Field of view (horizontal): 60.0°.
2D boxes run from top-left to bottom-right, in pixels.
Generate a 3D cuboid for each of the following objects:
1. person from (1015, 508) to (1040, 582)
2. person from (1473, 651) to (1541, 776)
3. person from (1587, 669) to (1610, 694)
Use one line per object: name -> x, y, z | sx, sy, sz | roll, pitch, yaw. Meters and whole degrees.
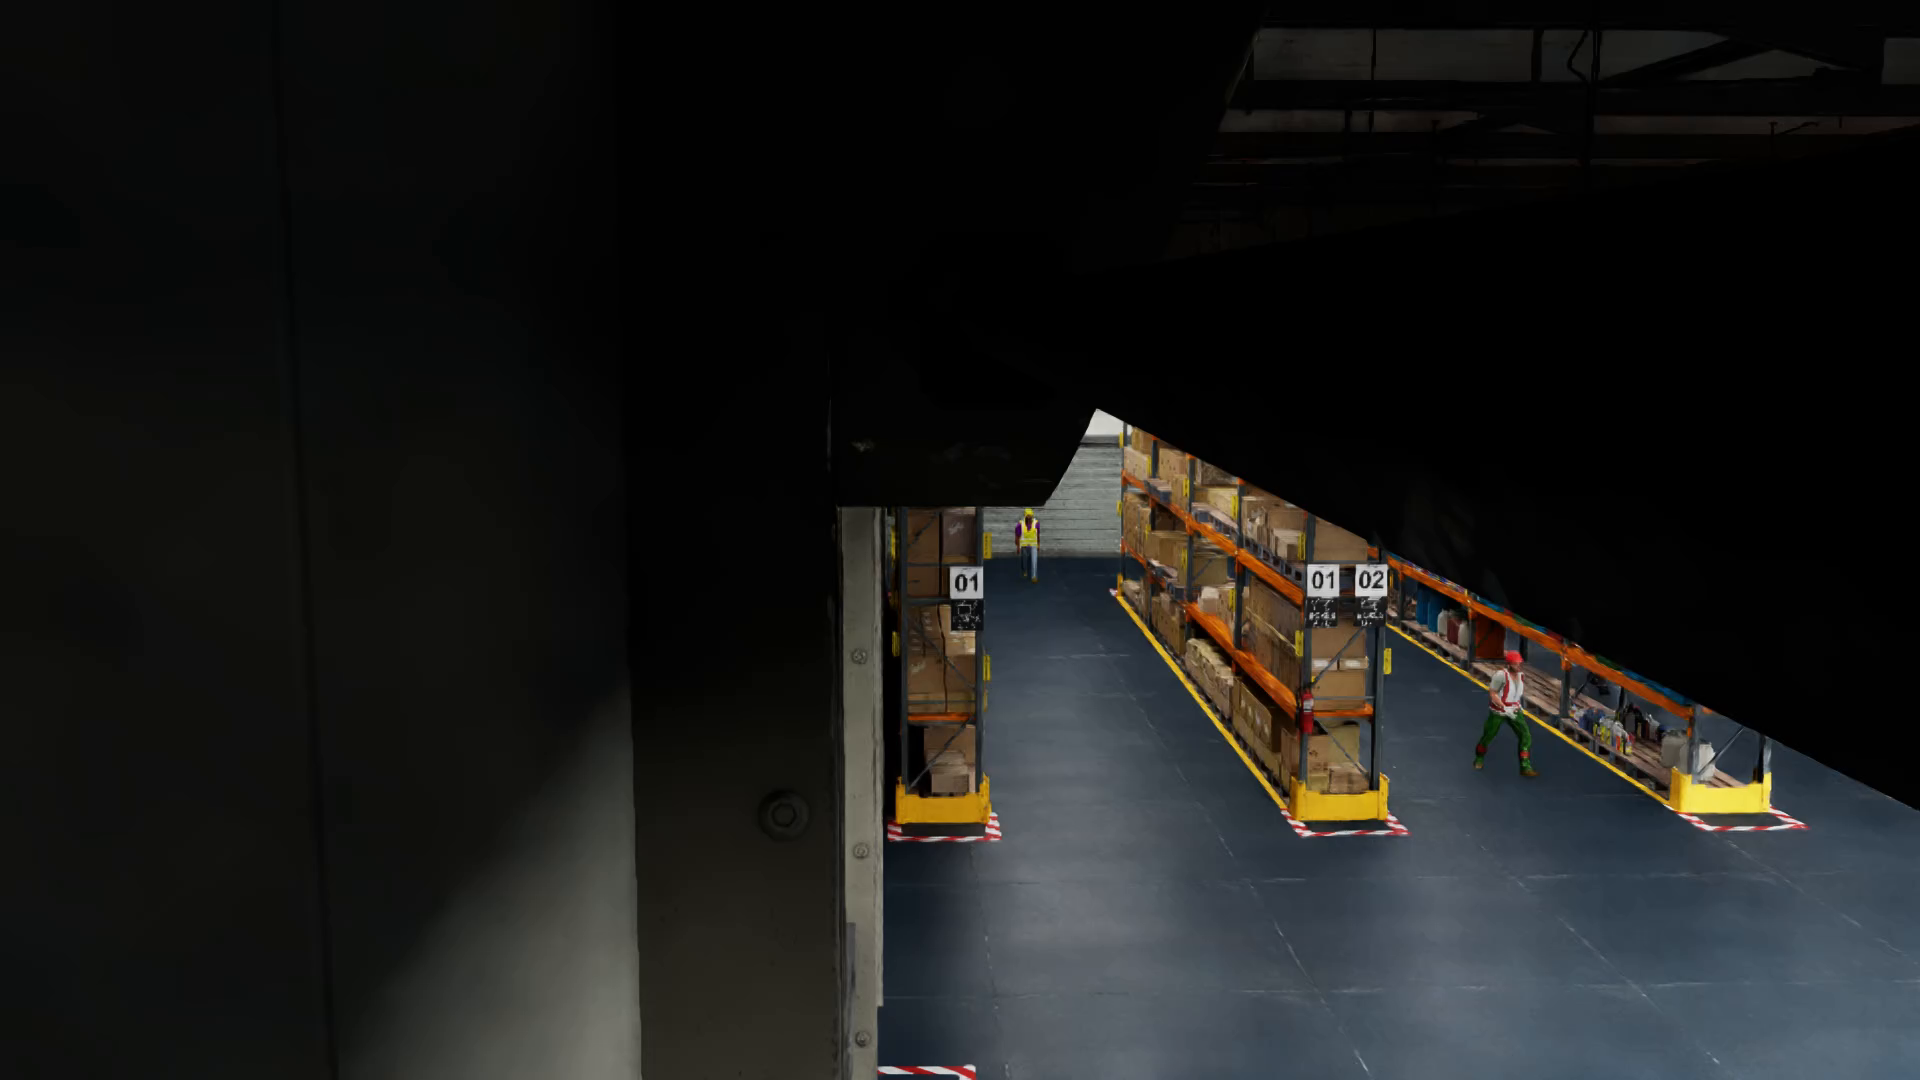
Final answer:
person -> 1.566, 0.098, 38.353 | 0.577, 1.691, 1.121 | 0, 8, 0
person -> 7.390, 2.318, 22.519 | 0.675, 1.720, 0.842 | -3, 8, -19
person -> 10.599, 1.665, 27.391 | 0.555, 1.673, 1.029 | -1, 8, -4
